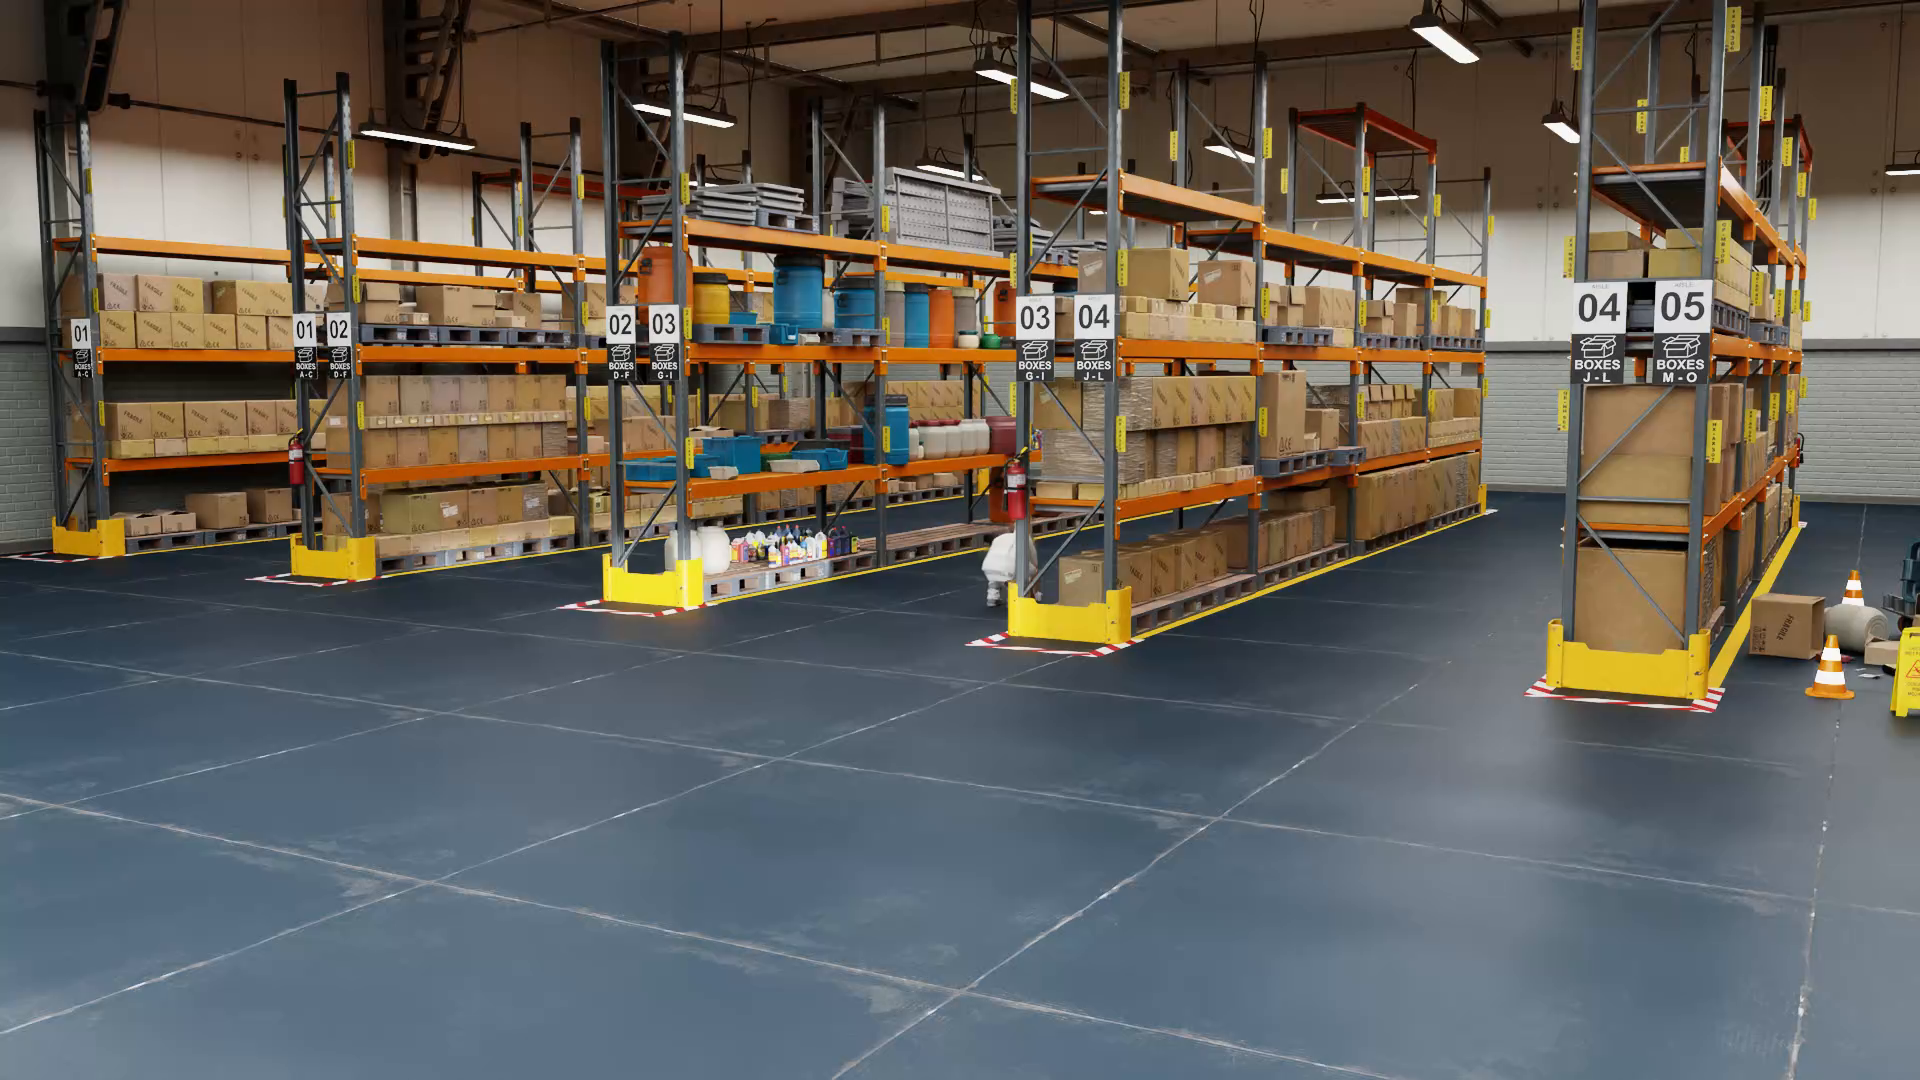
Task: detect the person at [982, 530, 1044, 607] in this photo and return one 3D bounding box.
[{"bbox_3d":[0.559,0.327,17.925,0.534,0.875,0.909,3,7,28],"label":"person"}]
